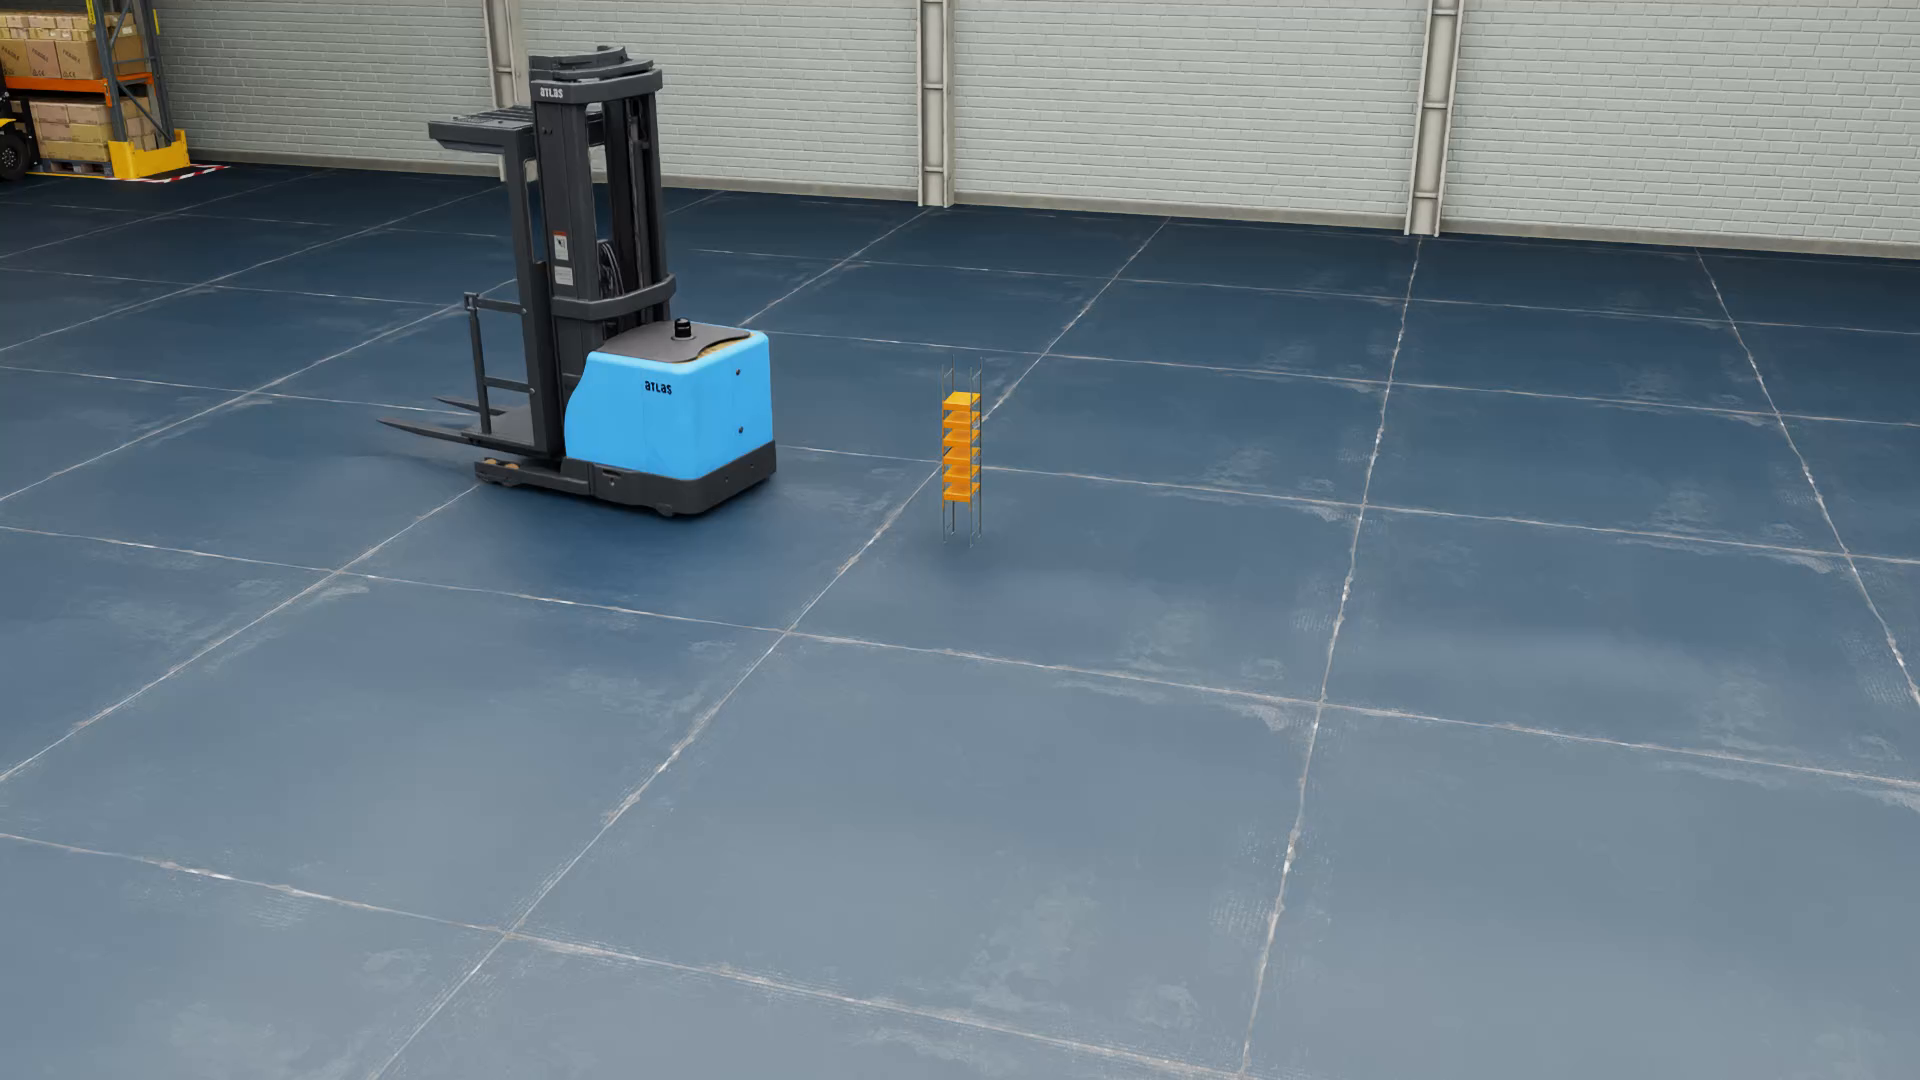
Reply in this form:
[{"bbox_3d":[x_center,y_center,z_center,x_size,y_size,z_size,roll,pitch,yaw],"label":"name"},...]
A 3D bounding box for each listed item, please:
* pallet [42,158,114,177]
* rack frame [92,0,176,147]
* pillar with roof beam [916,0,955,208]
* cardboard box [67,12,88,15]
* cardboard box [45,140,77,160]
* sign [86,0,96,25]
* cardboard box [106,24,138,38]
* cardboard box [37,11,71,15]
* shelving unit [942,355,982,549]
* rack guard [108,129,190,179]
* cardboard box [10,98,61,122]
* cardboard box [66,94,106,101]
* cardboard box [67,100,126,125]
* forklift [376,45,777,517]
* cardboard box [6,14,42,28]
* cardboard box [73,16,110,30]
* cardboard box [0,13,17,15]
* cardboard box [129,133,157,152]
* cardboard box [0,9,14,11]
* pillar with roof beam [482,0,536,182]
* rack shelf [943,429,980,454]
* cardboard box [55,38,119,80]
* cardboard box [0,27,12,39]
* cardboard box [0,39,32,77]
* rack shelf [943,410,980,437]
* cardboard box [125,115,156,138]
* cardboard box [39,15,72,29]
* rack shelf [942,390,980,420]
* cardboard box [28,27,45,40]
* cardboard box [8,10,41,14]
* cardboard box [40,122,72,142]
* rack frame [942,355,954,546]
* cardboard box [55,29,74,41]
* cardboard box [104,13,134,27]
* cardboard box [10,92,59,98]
[{"bbox_3d":[-12.128,-5.356,23.549,1.213,0.211,1.003,7,23,16],"label":"pallet"},{"bbox_3d":[-11.384,-6.577,22.852,0.127,3.000,1.000,7,23,16],"label":"rack frame"},{"bbox_3d":[-1.545,-6.877,15.678,0.400,9.000,9.100,7,23,16],"label":"pillar with roof beam"},{"bbox_3d":[-12.141,-7.241,23.091,0.250,0.149,0.380,7,23,17],"label":"cardboard box"},{"bbox_3d":[-12.398,-5.494,23.282,0.500,0.250,0.500,7,23,15],"label":"cardboard box"},{"bbox_3d":[-11.554,-7.027,22.111,0.005,0.325,0.100,7,23,16],"label":"sign"},{"bbox_3d":[-11.633,-7.055,23.031,0.250,0.149,0.380,6,23,14],"label":"cardboard box"},{"bbox_3d":[-12.633,-7.293,23.218,0.250,0.149,0.380,7,23,17],"label":"cardboard box"},{"bbox_3d":[0.014,-0.554,10.538,0.189,1.200,0.258,7,23,16],"label":"shelving unit"},{"bbox_3d":[-11.361,-5.418,23.320,0.348,0.500,1.175,7,23,16],"label":"rack guard"},{"bbox_3d":[-12.891,-6.005,23.209,0.500,0.250,0.500,7,23,16],"label":"cardboard box"},{"bbox_3d":[-12.268,-6.137,23.531,0.500,0.250,0.500,7,23,16],"label":"cardboard box"},{"bbox_3d":[-11.915,-5.899,22.952,0.500,0.250,0.500,7,23,17],"label":"cardboard box"},{"bbox_3d":[-2.846,-1.888,11.510,3.031,2.935,1.130,11,25,25],"label":"forklift"},{"bbox_3d":[-12.789,-7.101,22.751,0.250,0.149,0.380,7,23,17],"label":"cardboard box"},{"bbox_3d":[-11.787,-7.024,22.563,0.250,0.149,0.380,7,23,16],"label":"cardboard box"},{"bbox_3d":[-13.258,-7.190,22.968,0.250,0.149,0.380,7,23,16],"label":"cardboard box"},{"bbox_3d":[-11.797,-5.624,23.599,0.500,0.250,0.500,7,23,16],"label":"cardboard box"},{"bbox_3d":[-13.603,-7.423,23.534,0.250,0.149,0.380,6,23,15],"label":"cardboard box"},{"bbox_3d":[-7.289,-7.535,17.282,0.400,9.000,9.100,7,23,16],"label":"pillar with roof beam"},{"bbox_3d":[0.014,-0.623,10.510,0.180,0.103,0.258,7,23,16],"label":"rack shelf"},{"bbox_3d":[-11.931,-6.582,22.732,0.500,0.500,0.500,6,23,14],"label":"cardboard box"},{"bbox_3d":[-13.032,-6.992,22.876,0.250,0.149,0.380,7,23,16],"label":"cardboard box"},{"bbox_3d":[-12.915,-6.698,23.016,0.500,0.500,0.500,6,23,14],"label":"cardboard box"},{"bbox_3d":[0.014,-0.734,10.464,0.180,0.103,0.258,7,23,16],"label":"rack shelf"},{"bbox_3d":[-11.774,-5.858,23.509,0.500,0.250,0.500,7,23,16],"label":"cardboard box"},{"bbox_3d":[-12.291,-7.059,22.647,0.250,0.149,0.380,7,23,17],"label":"cardboard box"},{"bbox_3d":[0.014,-0.845,10.419,0.180,0.103,0.258,7,23,16],"label":"rack shelf"},{"bbox_3d":[-12.514,-6.959,22.797,0.250,0.149,0.380,6,23,15],"label":"cardboard box"},{"bbox_3d":[-13.116,-7.356,23.371,0.250,0.149,0.380,7,23,16],"label":"cardboard box"},{"bbox_3d":[-12.417,-5.730,23.196,0.500,0.250,0.500,6,23,15],"label":"cardboard box"},{"bbox_3d":[-0.074,-0.564,10.563,0.006,1.200,0.240,7,23,16],"label":"rack frame"},{"bbox_3d":[-12.050,-6.877,22.597,0.250,0.149,0.380,7,23,16],"label":"cardboard box"},{"bbox_3d":[-11.643,-7.176,22.933,0.250,0.149,0.380,6,23,14],"label":"cardboard box"},{"bbox_3d":[-13.233,-6.254,23.817,0.500,0.250,0.500,6,23,14],"label":"cardboard box"}]
